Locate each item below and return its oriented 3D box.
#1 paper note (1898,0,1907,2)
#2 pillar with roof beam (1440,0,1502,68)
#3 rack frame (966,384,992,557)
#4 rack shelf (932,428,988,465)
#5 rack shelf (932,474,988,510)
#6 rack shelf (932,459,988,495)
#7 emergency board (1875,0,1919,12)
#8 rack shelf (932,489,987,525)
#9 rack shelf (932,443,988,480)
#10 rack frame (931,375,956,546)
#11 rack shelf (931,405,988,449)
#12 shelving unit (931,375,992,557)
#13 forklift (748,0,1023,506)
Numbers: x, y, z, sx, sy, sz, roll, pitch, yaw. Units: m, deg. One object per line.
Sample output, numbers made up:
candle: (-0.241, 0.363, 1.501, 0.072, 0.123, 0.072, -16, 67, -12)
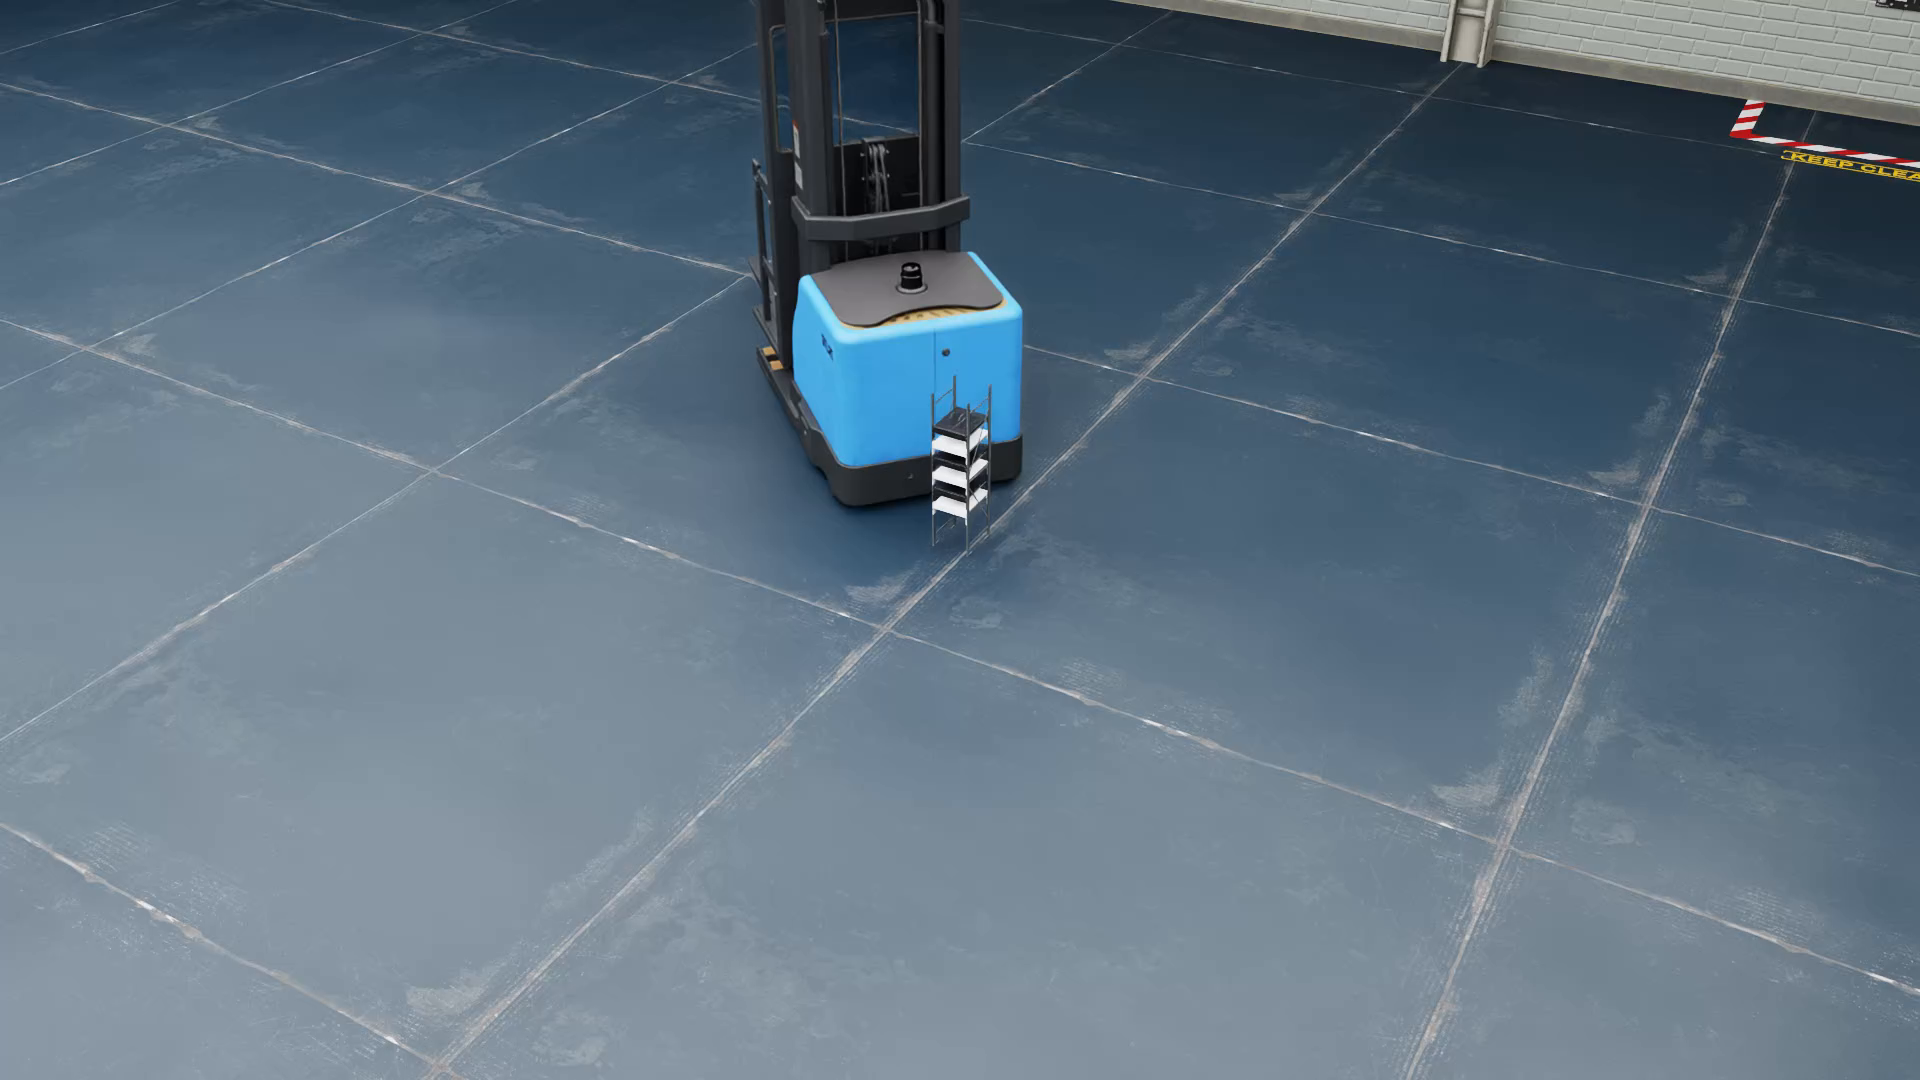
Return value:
paper note: (7.663, -4.475, 13.559, 0.142, 0.148, 0.016, 18, 37, 24)
pillar with roof beam: (2.563, -6.138, 9.848, 0.400, 9.000, 9.100, 18, 37, 24)
rack frame: (0.095, -0.344, 8.455, 0.006, 0.900, 0.240, 18, 37, 24)
rack shelf: (0.007, -0.494, 8.416, 0.200, 0.077, 0.258, 18, 37, 24)
rack shelf: (0.007, -0.270, 8.566, 0.200, 0.077, 0.258, 18, 37, 24)
rack shelf: (0.007, -0.345, 8.516, 0.200, 0.077, 0.258, 18, 37, 24)
emergency board: (7.784, -4.771, 13.209, 0.626, 1.169, 0.157, 18, 37, 24)
rack shelf: (0.007, -0.195, 8.615, 0.200, 0.077, 0.258, 18, 37, 24)
rack shelf: (0.007, -0.419, 8.466, 0.200, 0.077, 0.258, 18, 37, 24)
rack frame: (-0.081, -0.400, 8.539, 0.006, 0.900, 0.240, 18, 37, 24)
rack shelf: (0.007, -0.569, 8.366, 0.200, 0.077, 0.258, 18, 37, 24)
shelving unit: (0.007, -0.372, 8.497, 0.210, 0.900, 0.258, 18, 37, 24)
forklift: (-0.617, -2.214, 9.431, 1.130, 2.935, 3.031, -11, 35, -16)
